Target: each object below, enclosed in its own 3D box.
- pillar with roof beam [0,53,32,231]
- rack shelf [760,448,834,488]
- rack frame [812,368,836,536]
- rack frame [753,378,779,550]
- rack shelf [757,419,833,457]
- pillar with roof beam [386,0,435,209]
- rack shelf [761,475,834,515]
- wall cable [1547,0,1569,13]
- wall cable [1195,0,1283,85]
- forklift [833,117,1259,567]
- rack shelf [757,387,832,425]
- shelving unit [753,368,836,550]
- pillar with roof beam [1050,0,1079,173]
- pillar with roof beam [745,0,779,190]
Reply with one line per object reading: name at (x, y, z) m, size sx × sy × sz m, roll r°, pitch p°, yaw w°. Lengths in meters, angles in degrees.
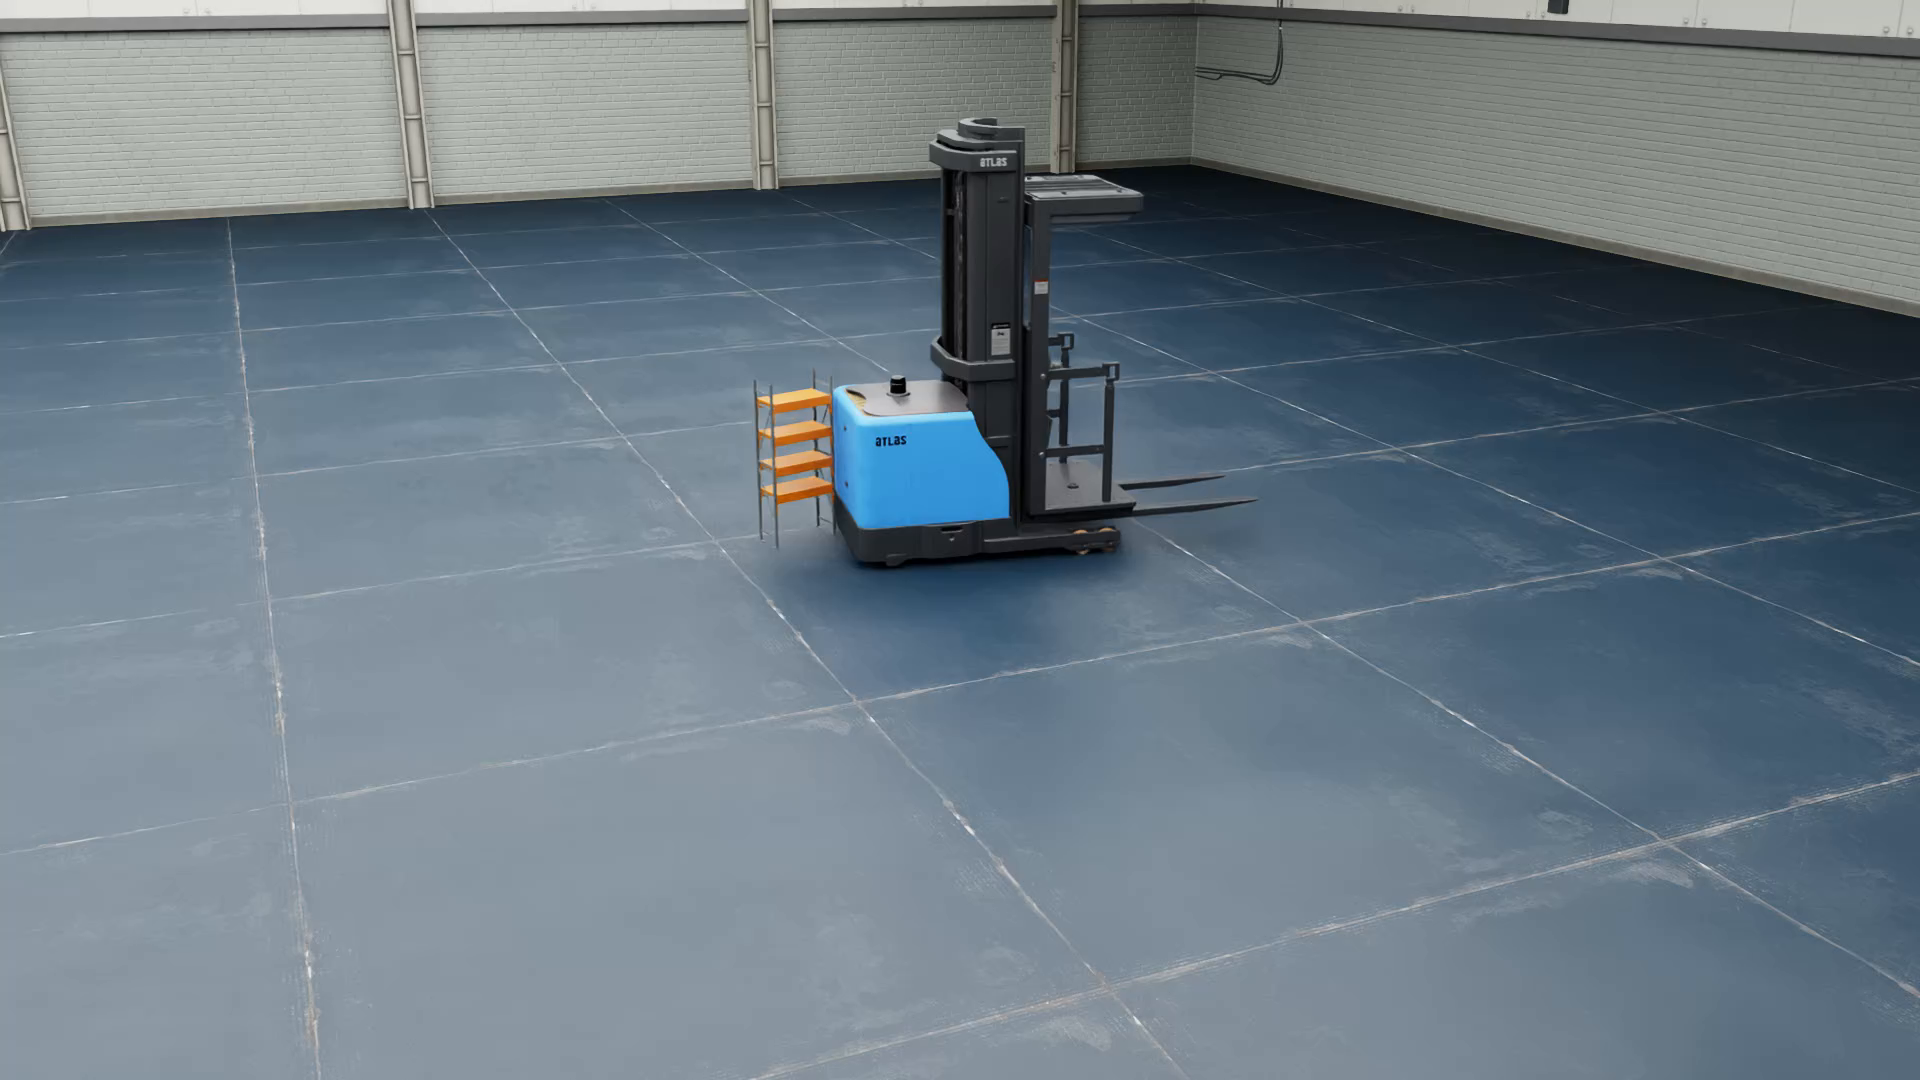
pillar with roof beam at (-12.832, -7.725, 20.411) m, size 0.400 × 9.000 × 9.100 m, roll -8°, pitch 21°, yaw -22°
rack shelf at (-1.173, -0.516, 11.883) m, size 0.480 × 0.148 × 0.258 m, roll -14°, pitch 24°, yaw -35°
rack frame at (-0.979, -0.628, 12.000) m, size 0.015 × 1.200 × 0.240 m, roll -14°, pitch 24°, yaw -35°
rack frame at (-1.368, -0.530, 11.721) m, size 0.015 × 1.200 × 0.240 m, roll -14°, pitch 24°, yaw -35°
rack shelf at (-1.173, -0.727, 11.808) m, size 0.480 × 0.148 × 0.258 m, roll -14°, pitch 24°, yaw -35°
pillar with roof beam at (-7.323, -8.514, 22.653) m, size 0.400 × 9.000 × 9.100 m, roll -8°, pitch 21°, yaw -22°
rack shelf at (-1.173, -0.328, 11.949) m, size 0.480 × 0.148 × 0.258 m, roll -14°, pitch 24°, yaw -35°
wall cable at (8.965, -10.097, 22.027) m, size 0.169 × 6.003 × 2.305 m, roll -8°, pitch 21°, yaw -22°
wall cable at (5.219, -9.925, 31.336) m, size 0.112 × 2.526 × 3.097 m, roll -8°, pitch 21°, yaw -22°
forklift at (0.649, -1.450, 11.726) m, size 3.031 × 2.935 × 1.130 m, roll -5°, pitch 20°, yaw -14°
rack shelf at (-1.173, -0.950, 11.730) m, size 0.480 × 0.148 × 0.258 m, roll -14°, pitch 24°, yaw -35°
shelving unit at (-1.173, -0.579, 11.860) m, size 0.503 × 1.200 × 0.258 m, roll -14°, pitch 24°, yaw -35°
pillar with roof beam at (3.696, -10.092, 27.136) m, size 0.400 × 9.000 × 9.100 m, roll -8°, pitch 21°, yaw -22°
pillar with roof beam at (-1.813, -9.303, 24.894) m, size 0.400 × 9.000 × 9.100 m, roll -8°, pitch 21°, yaw -22°
